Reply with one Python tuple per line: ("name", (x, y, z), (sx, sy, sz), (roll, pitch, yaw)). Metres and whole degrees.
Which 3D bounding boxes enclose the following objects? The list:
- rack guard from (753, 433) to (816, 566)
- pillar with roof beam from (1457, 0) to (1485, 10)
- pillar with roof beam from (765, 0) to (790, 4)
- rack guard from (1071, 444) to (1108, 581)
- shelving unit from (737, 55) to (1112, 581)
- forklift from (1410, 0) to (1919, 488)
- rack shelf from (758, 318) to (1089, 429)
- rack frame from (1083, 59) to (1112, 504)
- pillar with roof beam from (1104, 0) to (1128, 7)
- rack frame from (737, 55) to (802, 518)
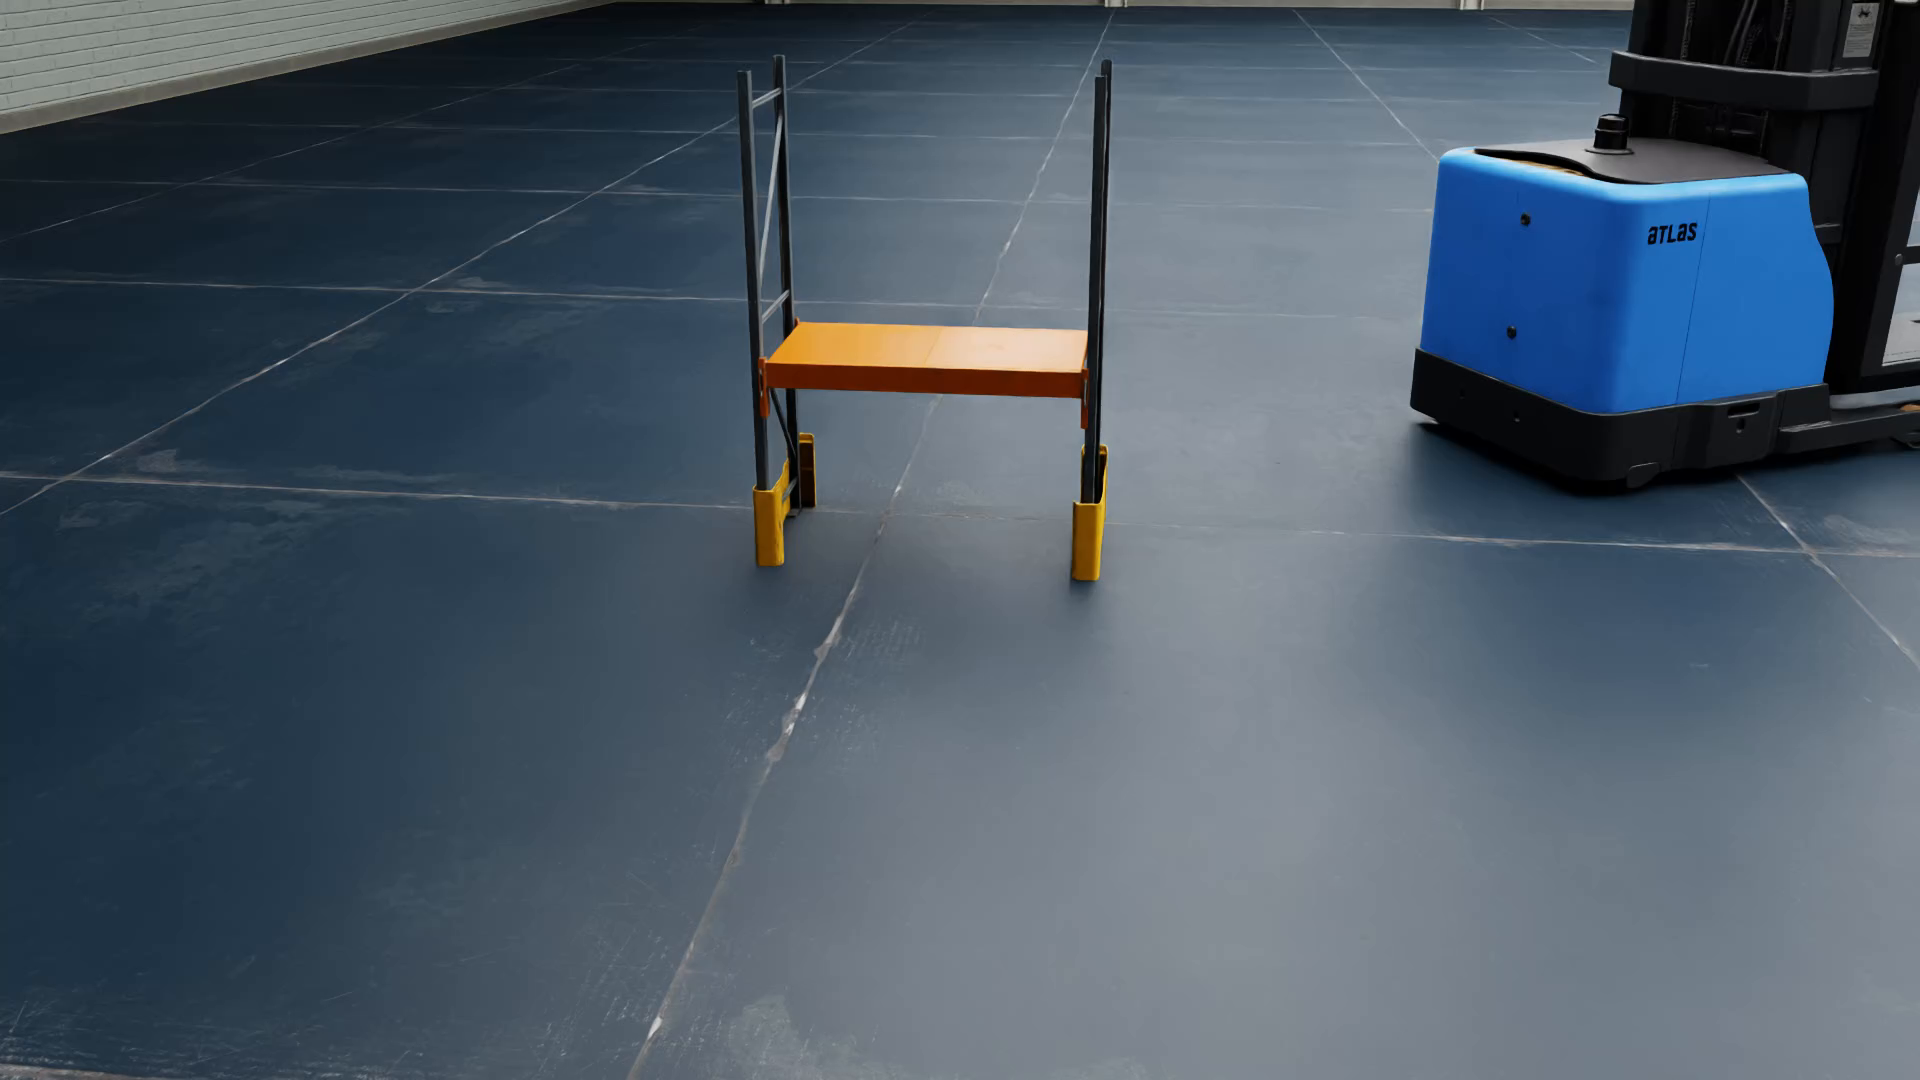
("rack guard", (-0.570, -0.141, 5.457), (0.087, 0.250, 0.587), (2, 22, 6))
("pillar with roof beam", (8.167, -11.638, 22.637), (0.400, 9.000, 9.100), (2, 22, 6))
("pillar with roof beam", (-3.749, -12.157, 23.950), (0.400, 9.000, 9.100), (2, 22, 6))
("rack guard", (0.419, -0.098, 5.348), (0.087, 0.250, 0.587), (2, 22, 6))
("shelving unit", (-0.076, -0.701, 5.172), (1.083, 1.500, 0.587), (2, 22, 6))
("forklift", (3.348, -1.880, 6.208), (3.031, 2.935, 1.130), (-9, 23, -21))
("rack shelf", (-0.085, -0.534, 5.240), (1.000, 0.185, 0.538), (2, 22, 6))
("rack frame", (0.420, -0.679, 5.118), (0.032, 1.500, 0.500), (2, 22, 6))
("pillar with roof beam", (2.209, -11.897, 23.294), (0.400, 9.000, 9.100), (2, 22, 6))
("rack frame", (-0.590, -0.723, 5.229), (0.032, 1.500, 0.500), (2, 22, 6))
